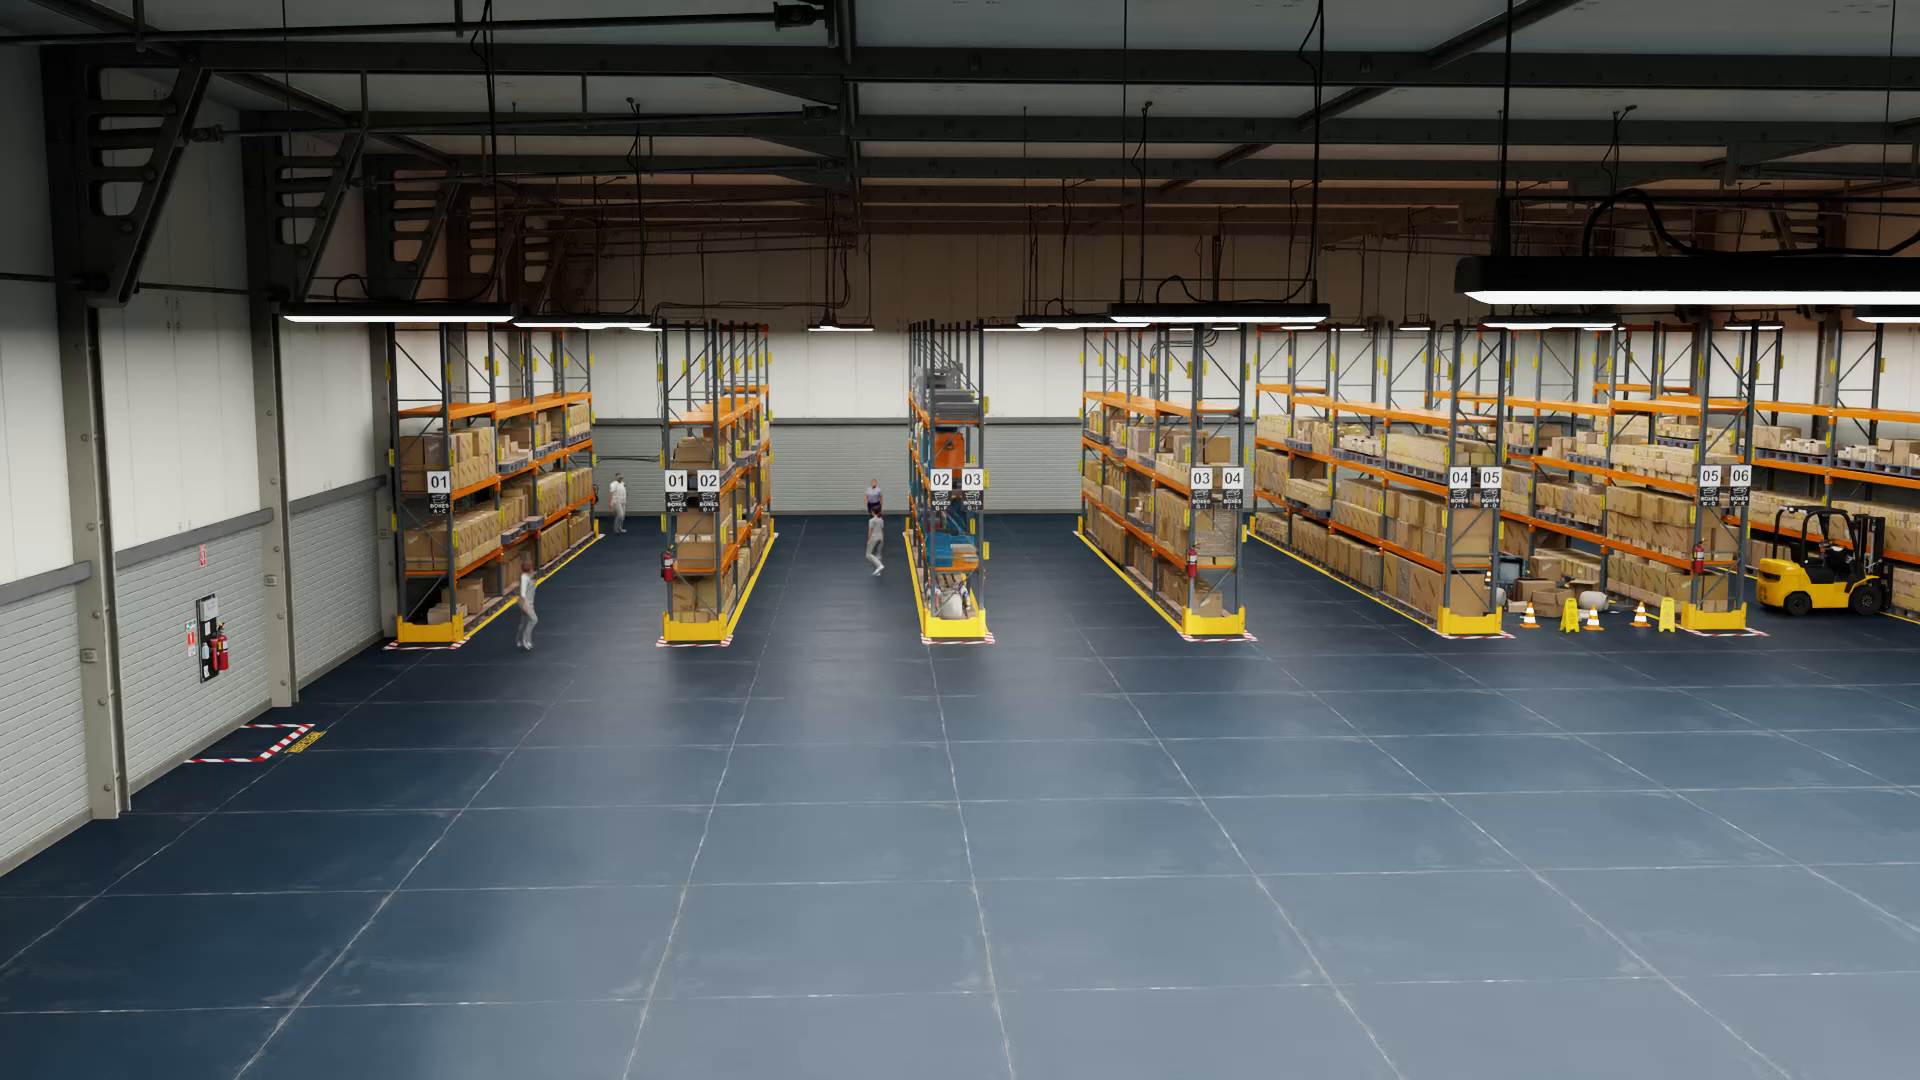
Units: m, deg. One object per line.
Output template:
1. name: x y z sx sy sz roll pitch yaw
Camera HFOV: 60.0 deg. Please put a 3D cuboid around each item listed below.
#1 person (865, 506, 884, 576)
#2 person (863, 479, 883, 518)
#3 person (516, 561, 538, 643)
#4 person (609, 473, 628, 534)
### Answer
1. person: -1.951 0.040 39.342 0.555 1.653 0.460 6 9 40
2. person: -2.487 -0.963 47.560 0.477 1.586 1.018 3 8 22
3. person: -7.925 1.191 30.388 0.448 1.411 0.452 0 7 -2
4. person: -9.802 -1.045 47.854 0.453 1.790 0.606 3 8 25
